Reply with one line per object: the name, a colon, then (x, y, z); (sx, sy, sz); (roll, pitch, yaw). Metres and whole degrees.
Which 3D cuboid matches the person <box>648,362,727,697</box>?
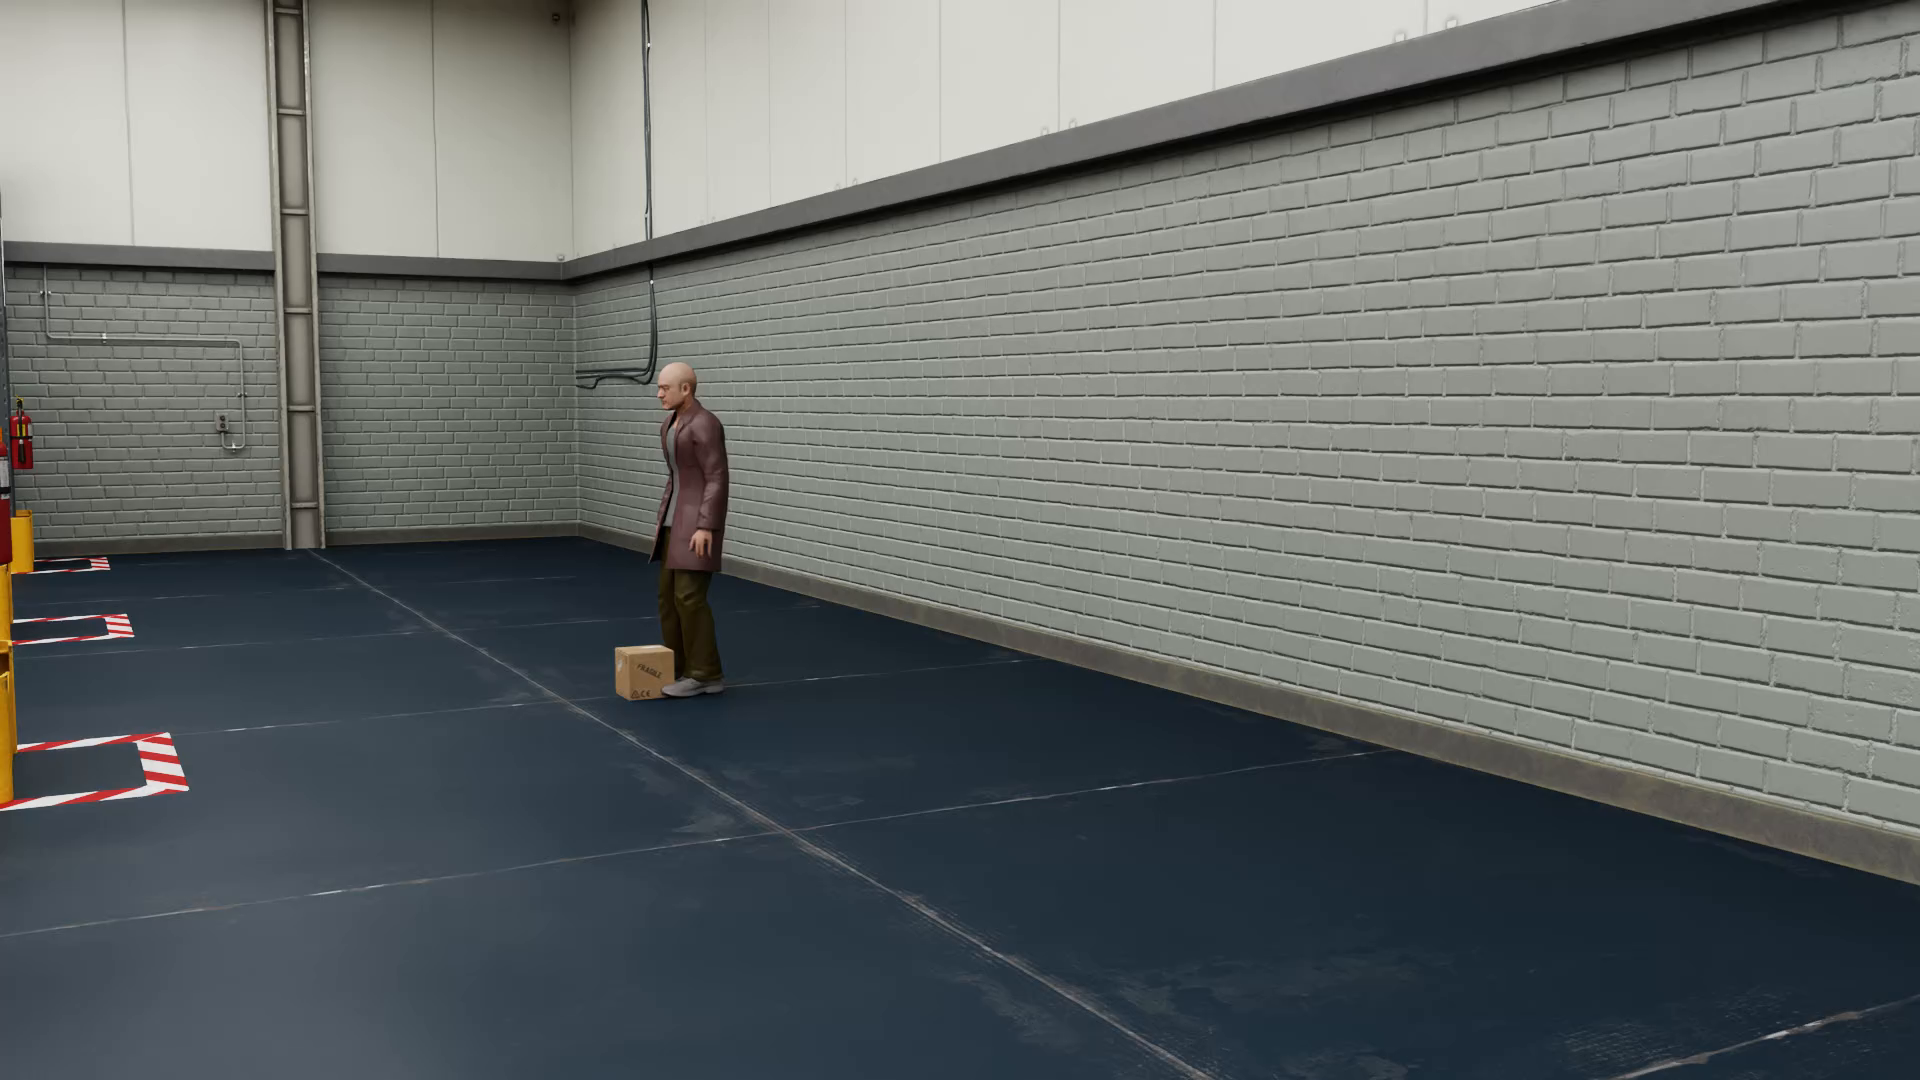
person: (-1.476, -0.065, 8.937); (0.425, 1.774, 0.644); (-3, 6, -28)
